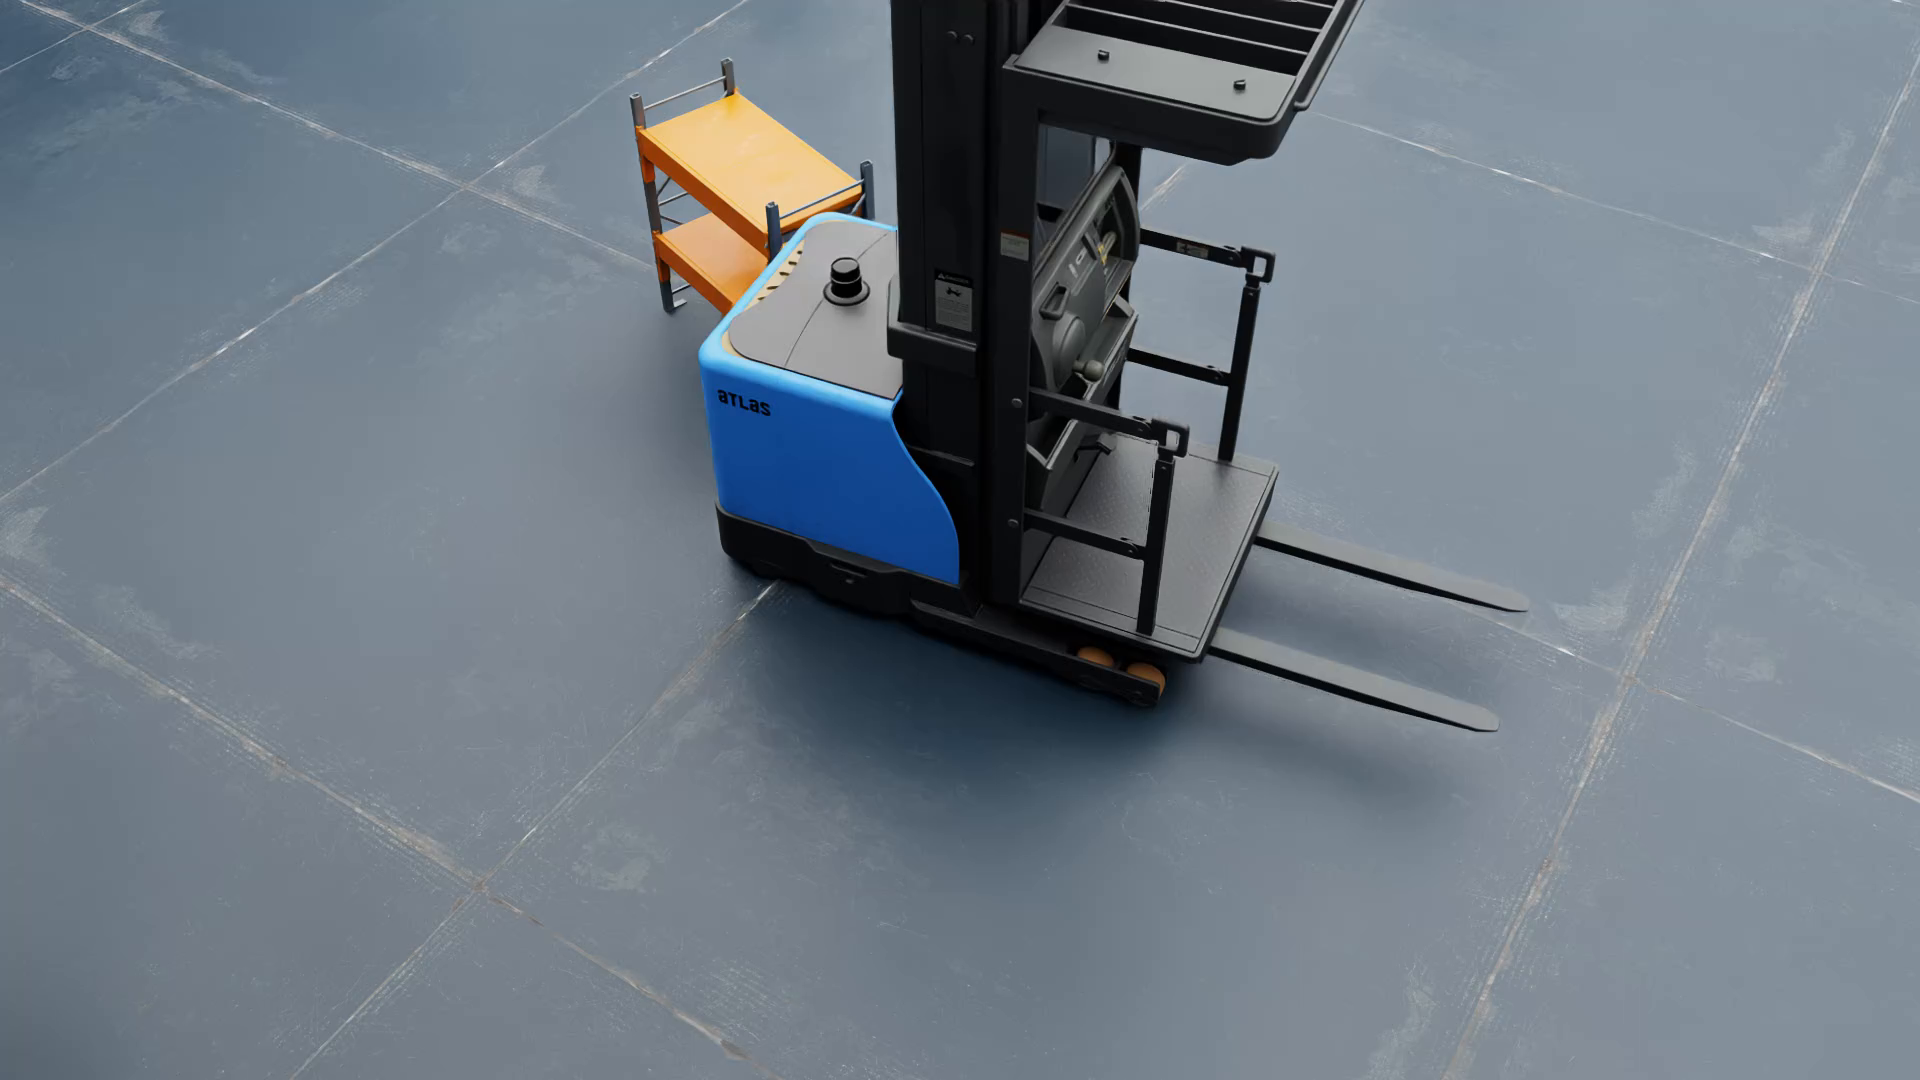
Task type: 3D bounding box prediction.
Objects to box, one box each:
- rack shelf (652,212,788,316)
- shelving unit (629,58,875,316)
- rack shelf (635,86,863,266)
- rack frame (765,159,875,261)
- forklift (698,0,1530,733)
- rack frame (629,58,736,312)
[{"bbox_3d":[-0.870,-1.127,7.402,0.538,0.278,1.000,-30,53,-26],"label":"rack shelf"},{"bbox_3d":[-0.870,-1.298,7.227,0.538,1.125,1.048,-30,53,-26],"label":"shelving unit"},{"bbox_3d":[-0.870,-1.502,7.017,0.538,0.278,1.000,-30,53,-26],"label":"rack shelf"},{"bbox_3d":[-0.552,-1.013,6.950,0.500,1.125,0.032,-30,53,-26],"label":"rack frame"},{"bbox_3d":[0.611,-0.846,5.528,3.031,2.935,1.130,17,48,16],"label":"forklift"},{"bbox_3d":[-1.188,-1.582,7.503,0.500,1.125,0.032,-30,53,-26],"label":"rack frame"}]
